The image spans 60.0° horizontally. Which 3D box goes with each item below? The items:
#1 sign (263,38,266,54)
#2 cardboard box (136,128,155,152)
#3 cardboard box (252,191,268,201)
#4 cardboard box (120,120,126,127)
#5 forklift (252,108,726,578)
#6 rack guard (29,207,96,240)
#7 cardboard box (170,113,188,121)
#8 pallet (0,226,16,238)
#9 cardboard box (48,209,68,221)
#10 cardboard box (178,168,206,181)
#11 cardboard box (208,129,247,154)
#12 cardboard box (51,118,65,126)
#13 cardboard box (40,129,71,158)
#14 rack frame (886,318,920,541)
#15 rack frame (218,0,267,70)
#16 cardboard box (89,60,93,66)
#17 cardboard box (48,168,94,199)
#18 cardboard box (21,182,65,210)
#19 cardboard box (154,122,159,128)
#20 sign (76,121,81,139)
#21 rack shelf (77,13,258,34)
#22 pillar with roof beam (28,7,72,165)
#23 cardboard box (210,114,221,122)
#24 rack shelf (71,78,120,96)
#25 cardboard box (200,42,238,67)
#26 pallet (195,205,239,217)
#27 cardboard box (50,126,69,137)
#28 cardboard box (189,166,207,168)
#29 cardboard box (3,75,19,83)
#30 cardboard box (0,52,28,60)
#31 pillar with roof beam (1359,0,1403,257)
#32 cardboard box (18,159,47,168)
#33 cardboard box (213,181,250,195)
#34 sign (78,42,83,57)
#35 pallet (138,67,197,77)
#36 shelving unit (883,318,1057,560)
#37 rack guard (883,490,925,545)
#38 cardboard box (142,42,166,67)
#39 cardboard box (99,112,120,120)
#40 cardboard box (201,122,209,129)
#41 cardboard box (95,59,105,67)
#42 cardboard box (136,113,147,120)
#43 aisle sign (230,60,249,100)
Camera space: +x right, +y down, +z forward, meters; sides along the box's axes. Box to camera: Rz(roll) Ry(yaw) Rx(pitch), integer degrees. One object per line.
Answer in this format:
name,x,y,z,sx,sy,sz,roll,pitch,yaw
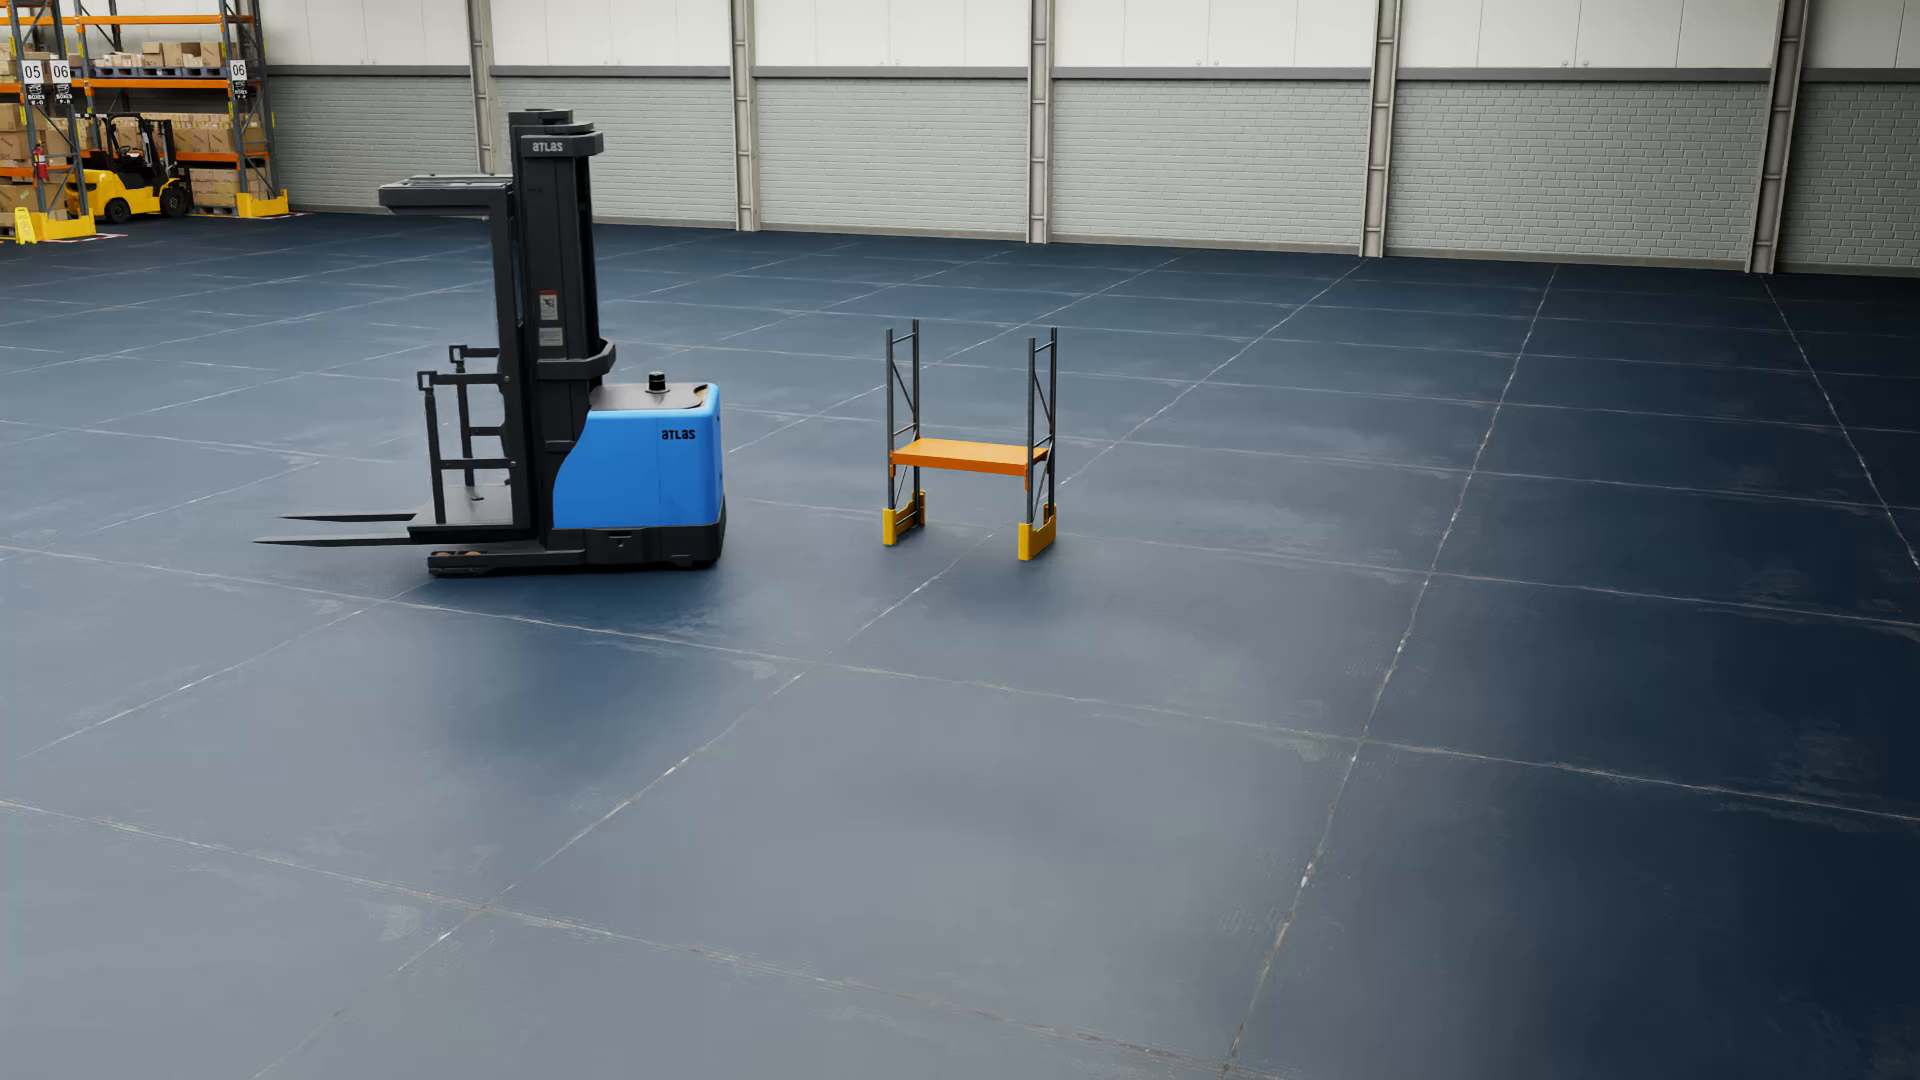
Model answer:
sign,-14.775,-10.476,35.289,0.005,0.325,0.100,6,17,21
cardboard box,-17.426,-8.678,36.006,0.500,0.500,0.500,6,17,20
cardboard box,-15.369,-7.416,36.019,0.500,0.250,0.500,6,17,21
cardboard box,-18.011,-9.057,36.147,0.250,0.149,0.380,6,17,21
forklift,-3.138,-1.314,10.943,3.031,2.935,1.130,-1,16,-5
rack guard,-16.873,-5.954,31.286,0.348,0.500,1.175,6,17,21
cardboard box,-16.619,-9.023,35.498,0.250,0.149,0.380,7,17,22
pallet,-17.615,-5.907,31.644,1.213,0.211,1.003,6,17,21
cardboard box,-17.451,-6.182,31.767,0.500,0.250,0.500,6,17,20
cardboard box,-16.477,-7.862,35.759,0.500,0.250,0.500,7,17,21
cardboard box,-15.538,-8.465,35.271,0.500,0.500,0.500,6,17,19
cardboard box,-19.853,-9.233,36.756,0.250,0.149,0.380,6,17,19
cardboard box,-17.141,-7.458,31.270,0.500,0.500,0.500,6,17,20
rack frame,-0.394,-0.764,11.614,0.032,1.500,0.500,6,17,21
rack frame,-14.984,-11.315,34.510,0.127,3.000,1.000,6,17,21
cardboard box,-19.423,-10.551,36.774,0.250,0.149,0.380,6,17,21
cardboard box,-19.914,-8.037,37.482,0.625,0.625,0.875,6,17,20
cardboard box,-17.473,-6.544,31.670,0.500,0.500,0.500,6,17,19
cardboard box,-17.074,-8.939,35.741,0.250,0.149,0.380,6,17,19
sign,-16.603,-7.703,31.275,0.005,0.325,0.100,6,17,21
rack shelf,-16.845,-10.982,35.371,4.000,0.370,1.077,6,17,21
pillar with roof beam,-22.462,-11.118,33.829,0.400,9.000,9.100,6,17,21
cardboard box,-15.636,-8.936,35.197,0.250,0.149,0.380,6,17,21
rack shelf,-20.566,-10.143,37.142,4.000,0.370,1.077,6,17,21
cardboard box,-15.485,-10.155,34.780,0.500,0.500,0.500,7,18,22
pallet,-15.711,-7.163,35.967,1.213,0.211,1.003,6,17,21
cardboard box,-19.737,-9.046,36.826,0.500,0.250,0.500,6,17,19
cardboard box,-16.763,-8.052,36.415,0.500,0.250,0.500,6,17,20
cardboard box,-17.237,-8.430,30.403,0.250,0.149,0.380,6,17,21
cardboard box,-17.225,-8.807,30.272,0.250,0.149,0.380,6,17,21
pillar with roof beam,5.445,-8.049,23.258,0.400,9.000,9.100,6,17,21
cardboard box,-17.228,-7.009,30.886,0.250,0.149,0.380,7,18,22
cardboard box,-15.552,-7.524,35.494,0.500,0.250,0.500,6,17,20
sign,-18.895,-10.542,35.733,0.005,0.325,0.100,6,17,21
pallet,-16.771,-10.036,35.641,1.213,0.211,1.003,6,17,21
shelving unit,0.071,-0.712,11.438,1.083,1.500,0.587,6,17,21
rack guard,-0.392,-0.163,11.787,0.087,0.250,0.587,6,17,21
cardboard box,-16.932,-10.357,35.470,0.637,0.503,0.797,7,18,22
cardboard box,-18.518,-9.236,36.232,0.250,0.149,0.380,7,17,22
cardboard box,-15.877,-8.817,35.323,0.250,0.149,0.380,7,17,22
cardboard box,-18.399,-10.288,35.871,0.250,0.149,0.380,7,17,22
cardboard box,-17.547,-9.137,35.889,0.250,0.149,0.380,6,17,20
aisle sign,-15.031,-9.600,34.698,0.004,0.787,0.394,6,17,21
